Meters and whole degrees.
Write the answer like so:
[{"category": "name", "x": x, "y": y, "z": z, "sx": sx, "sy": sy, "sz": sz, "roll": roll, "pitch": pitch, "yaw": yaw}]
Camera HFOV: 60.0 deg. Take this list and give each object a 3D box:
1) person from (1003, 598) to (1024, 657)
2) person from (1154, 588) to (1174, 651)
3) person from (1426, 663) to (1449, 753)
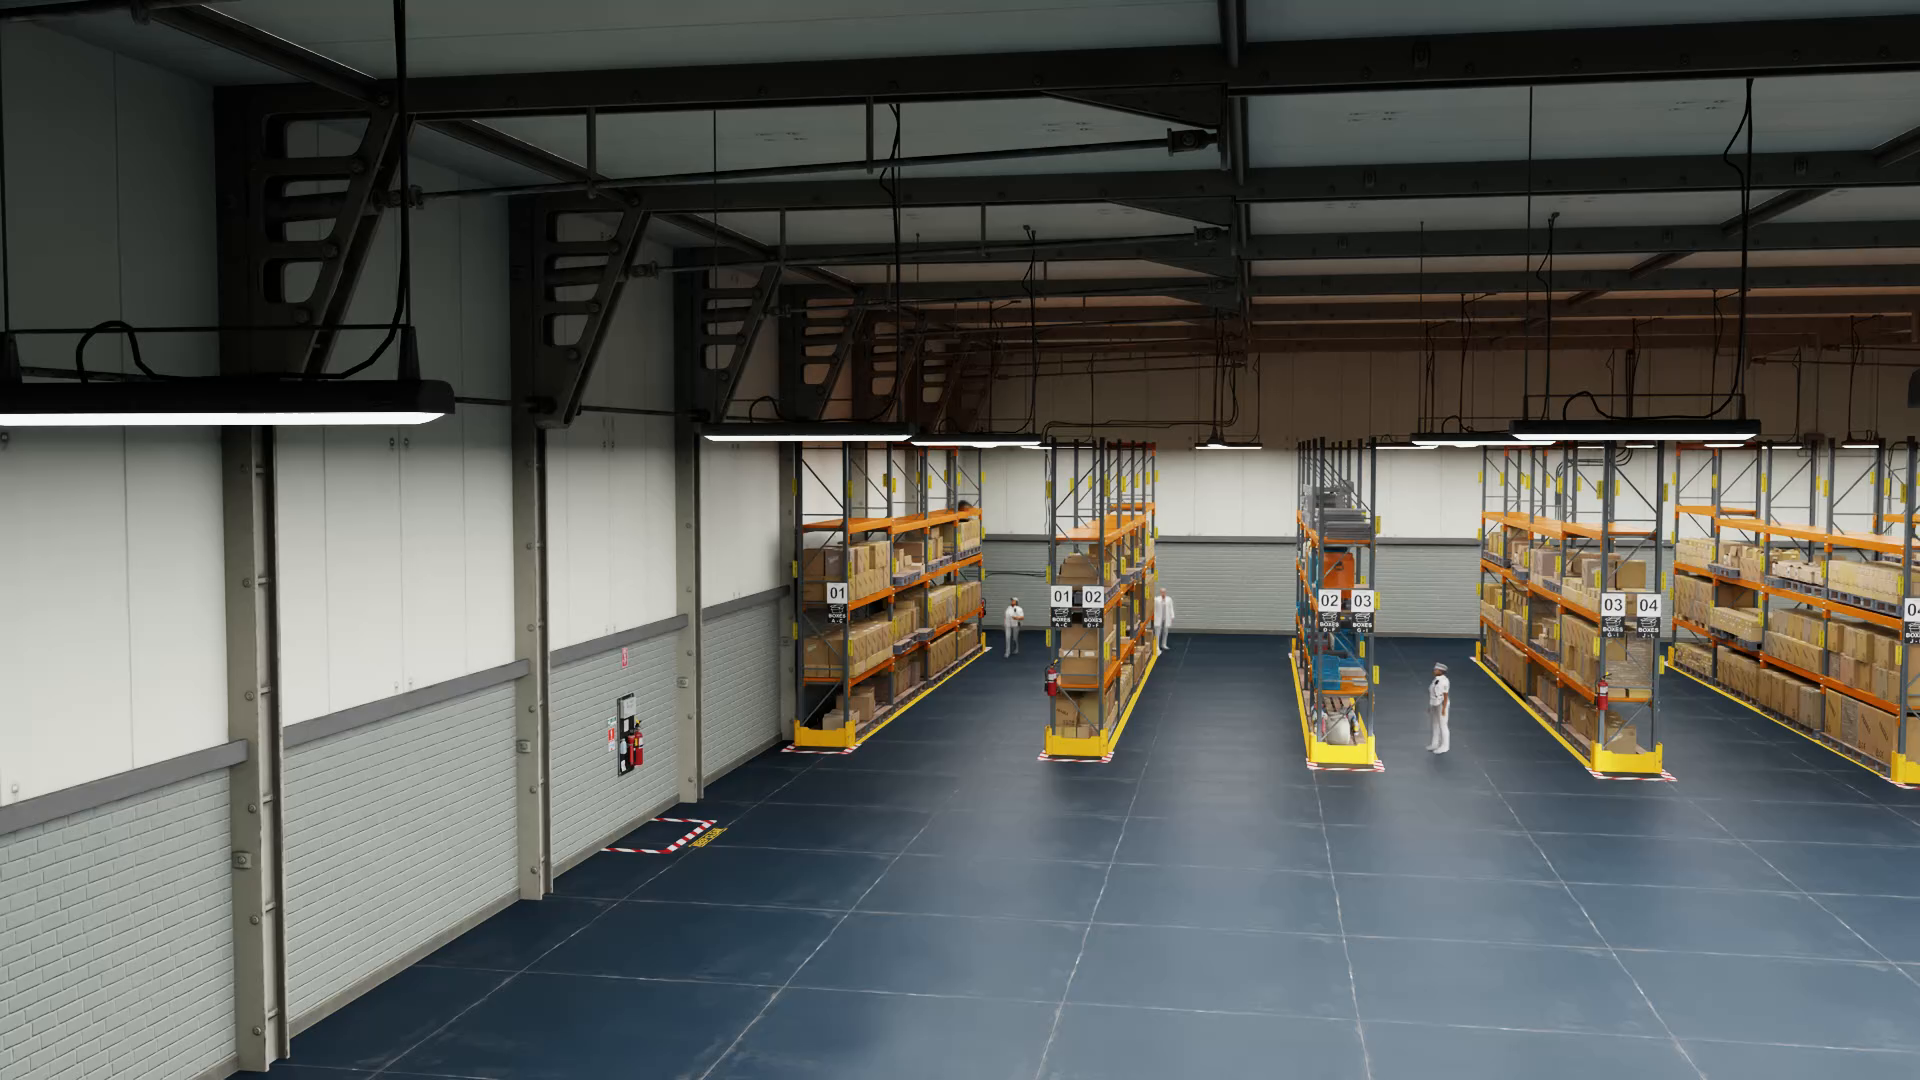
[{"category": "person", "x": 1.481, "y": 2.425, "z": 46.547, "sx": 0.606, "sy": 1.597, "sz": 1.018, "roll": 1, "pitch": 3, "yaw": 11}, {"category": "person", "x": 5.885, "y": 2.292, "z": 48.129, "sx": 0.655, "sy": 1.798, "sz": 0.550, "roll": 0, "pitch": 3, "yaw": -1}, {"category": "person", "x": 9.142, "y": 3.188, "z": 31.805, "sx": 0.364, "sy": 1.697, "sz": 0.495, "roll": -1, "pitch": 3, "yaw": -21}]
